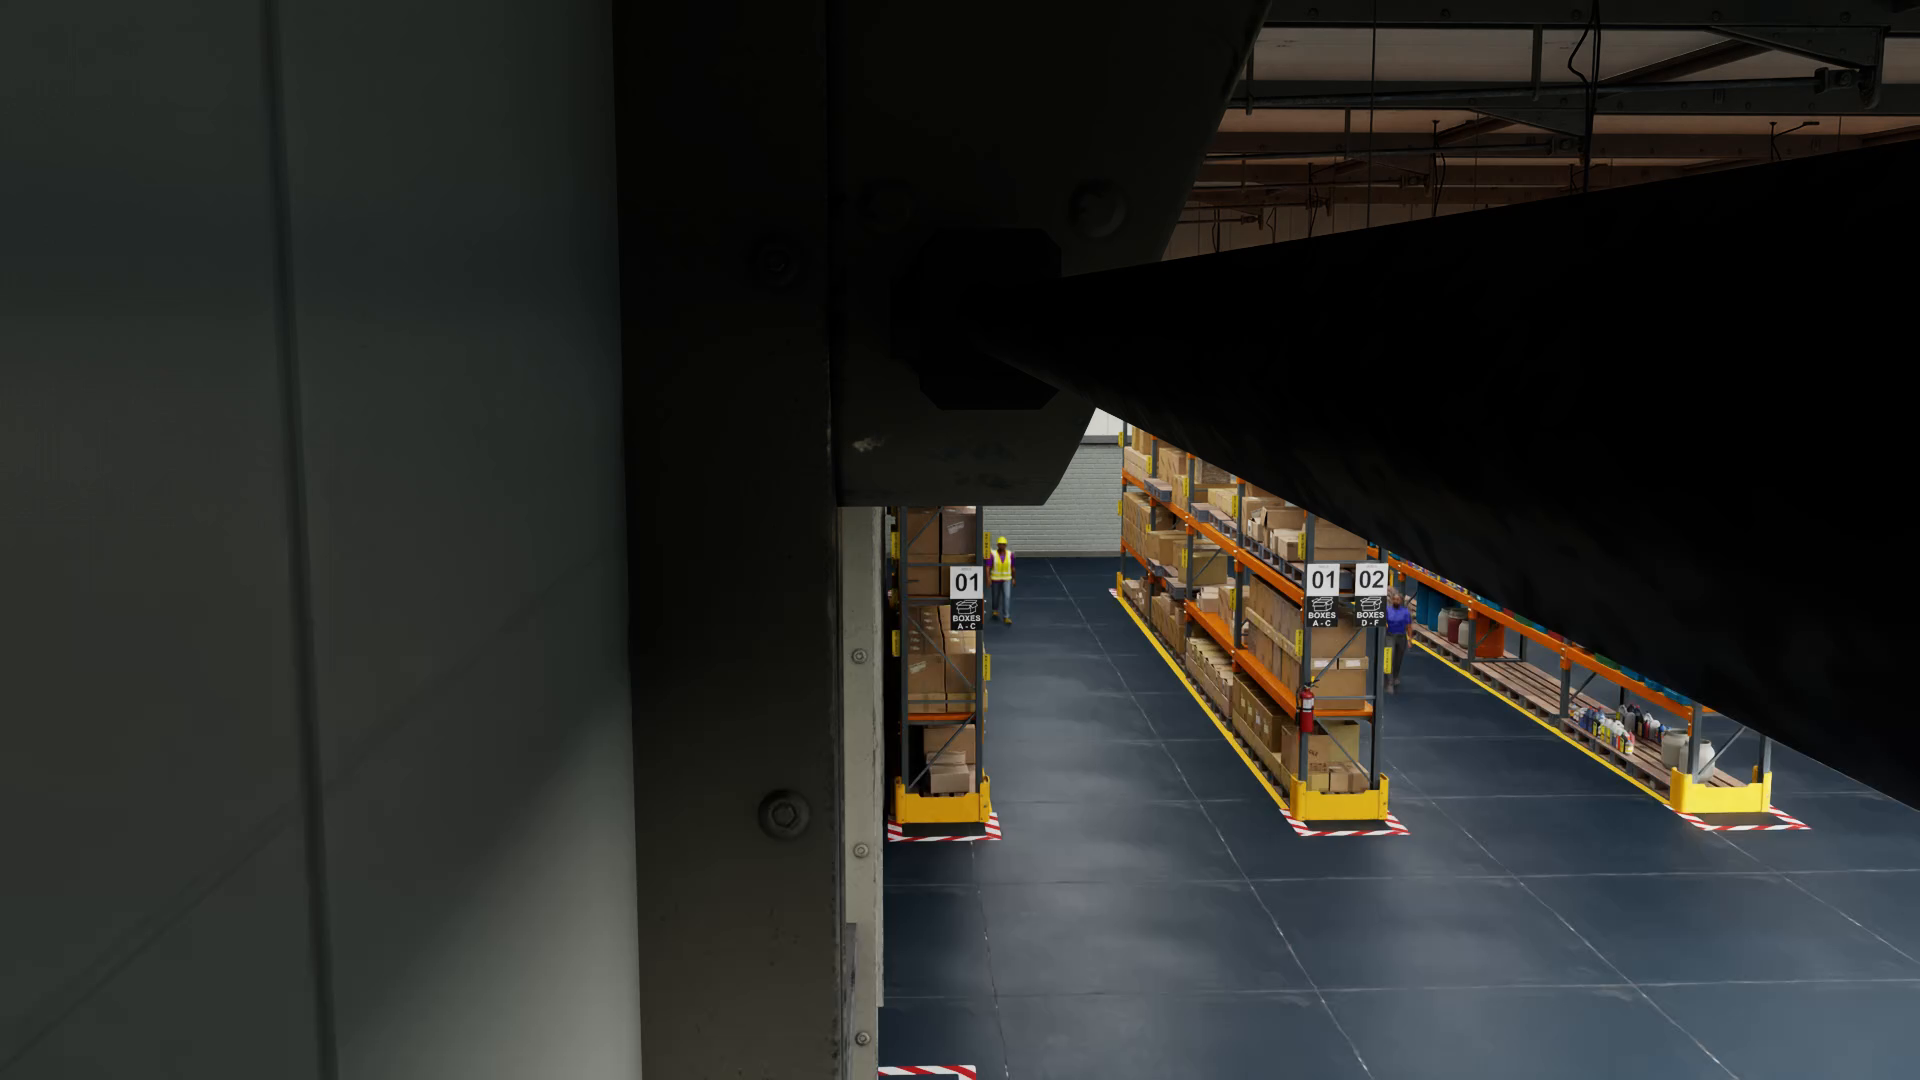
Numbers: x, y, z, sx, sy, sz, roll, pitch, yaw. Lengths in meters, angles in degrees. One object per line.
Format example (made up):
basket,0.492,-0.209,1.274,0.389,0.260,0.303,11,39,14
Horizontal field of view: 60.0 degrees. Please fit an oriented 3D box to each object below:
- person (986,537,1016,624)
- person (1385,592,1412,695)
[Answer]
person,0.827,0.793,33.380,0.630,1.714,1.091,-1,8,-6
person,7.217,1.673,27.449,0.458,1.601,0.979,1,8,7
